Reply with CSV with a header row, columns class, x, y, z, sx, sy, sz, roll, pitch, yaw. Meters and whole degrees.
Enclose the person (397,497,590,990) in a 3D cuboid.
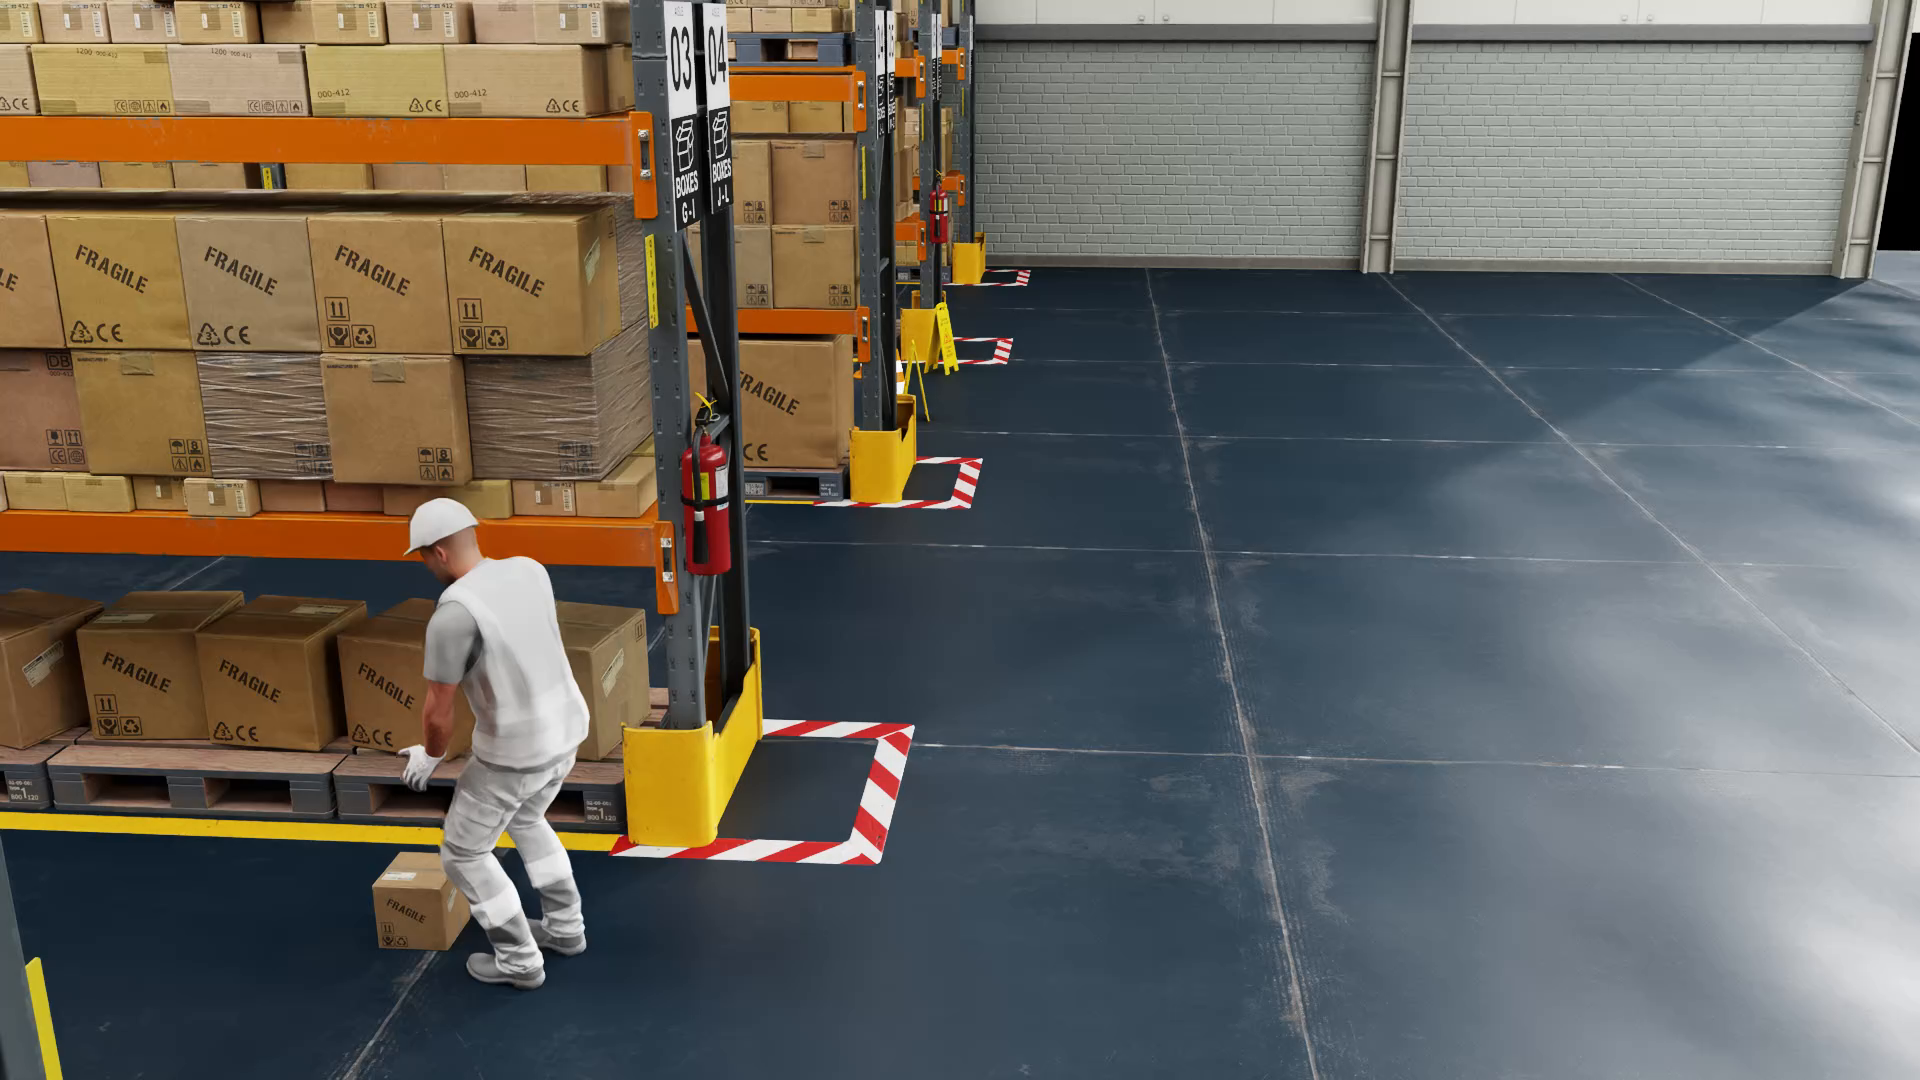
class,x,y,z,sx,sy,sz,roll,pitch,yaw
person,-1.546,0.680,5.537,0.558,1.666,0.560,8,19,25
